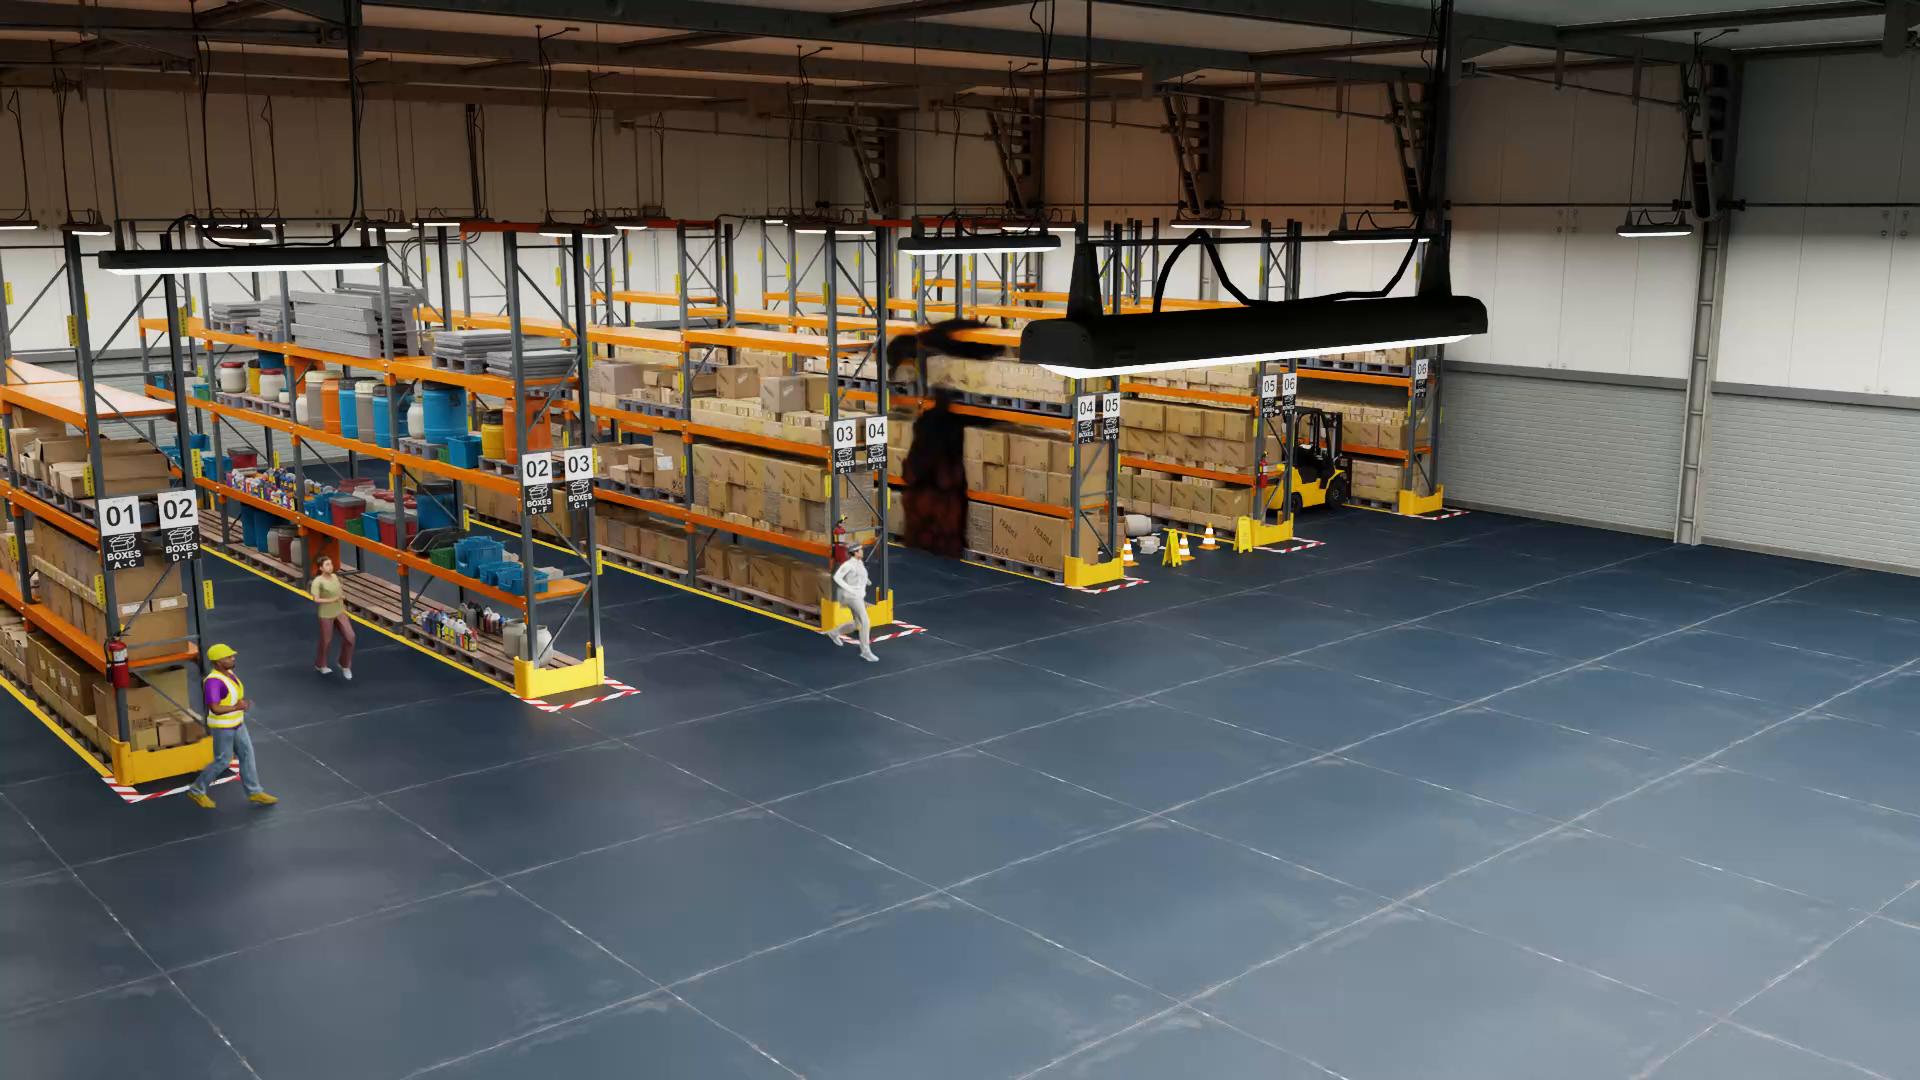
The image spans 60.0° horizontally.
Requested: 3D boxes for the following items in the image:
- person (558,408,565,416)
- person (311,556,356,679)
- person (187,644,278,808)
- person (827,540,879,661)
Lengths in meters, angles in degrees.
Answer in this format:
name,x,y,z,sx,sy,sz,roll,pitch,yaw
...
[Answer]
name,x,y,z,sx,sy,sz,roll,pitch,yaw
person,-9.483,-2.393,39.552,0.684,1.649,0.540,0,11,-2
person,-8.496,1.058,22.453,0.708,1.680,0.542,8,14,34
person,-7.738,1.960,17.561,0.884,1.768,0.711,-1,11,-5
person,-1.499,0.828,23.677,0.875,1.674,0.638,3,12,16
